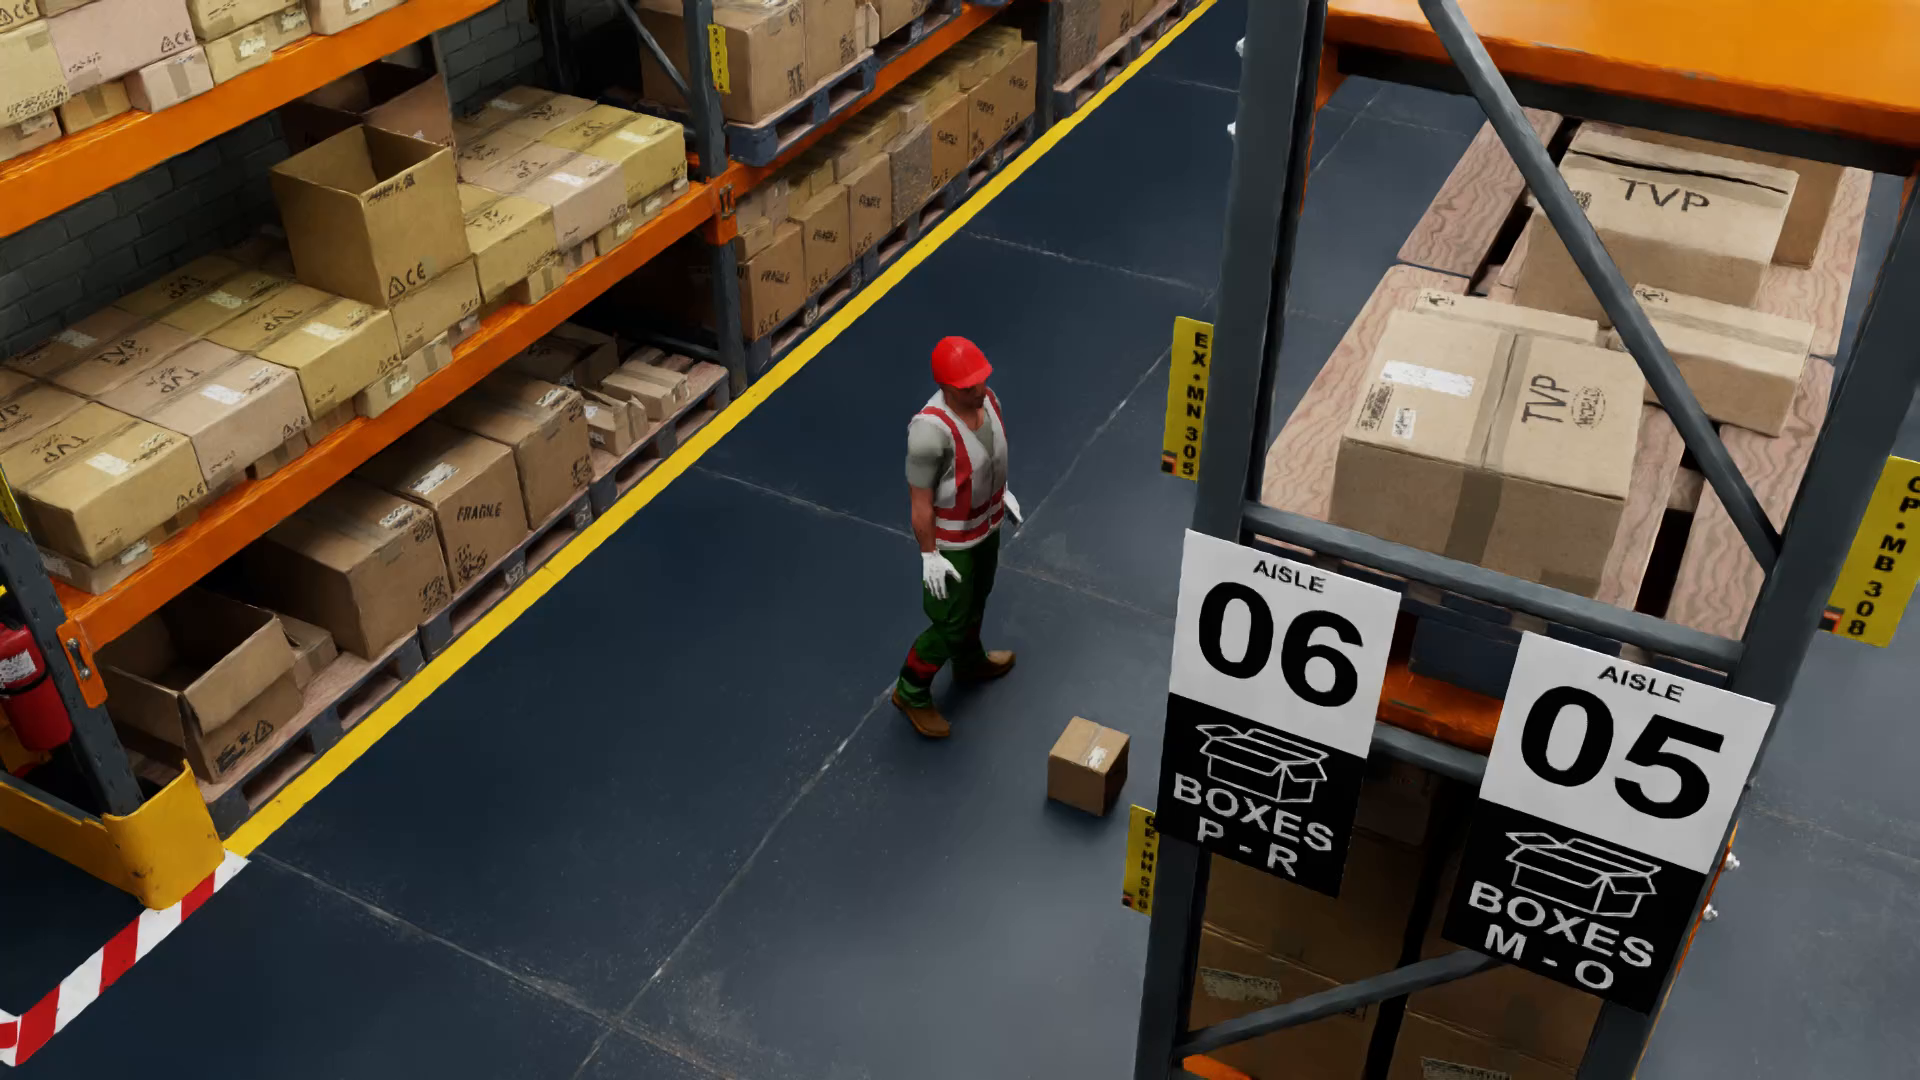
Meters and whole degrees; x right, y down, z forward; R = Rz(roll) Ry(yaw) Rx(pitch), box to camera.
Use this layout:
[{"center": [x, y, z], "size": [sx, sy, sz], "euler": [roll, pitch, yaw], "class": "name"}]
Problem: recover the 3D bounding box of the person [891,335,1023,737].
[{"center": [0.002, -0.052, 6.763], "size": [0.348, 1.806, 0.667], "euler": [21, 42, 25], "class": "person"}]
